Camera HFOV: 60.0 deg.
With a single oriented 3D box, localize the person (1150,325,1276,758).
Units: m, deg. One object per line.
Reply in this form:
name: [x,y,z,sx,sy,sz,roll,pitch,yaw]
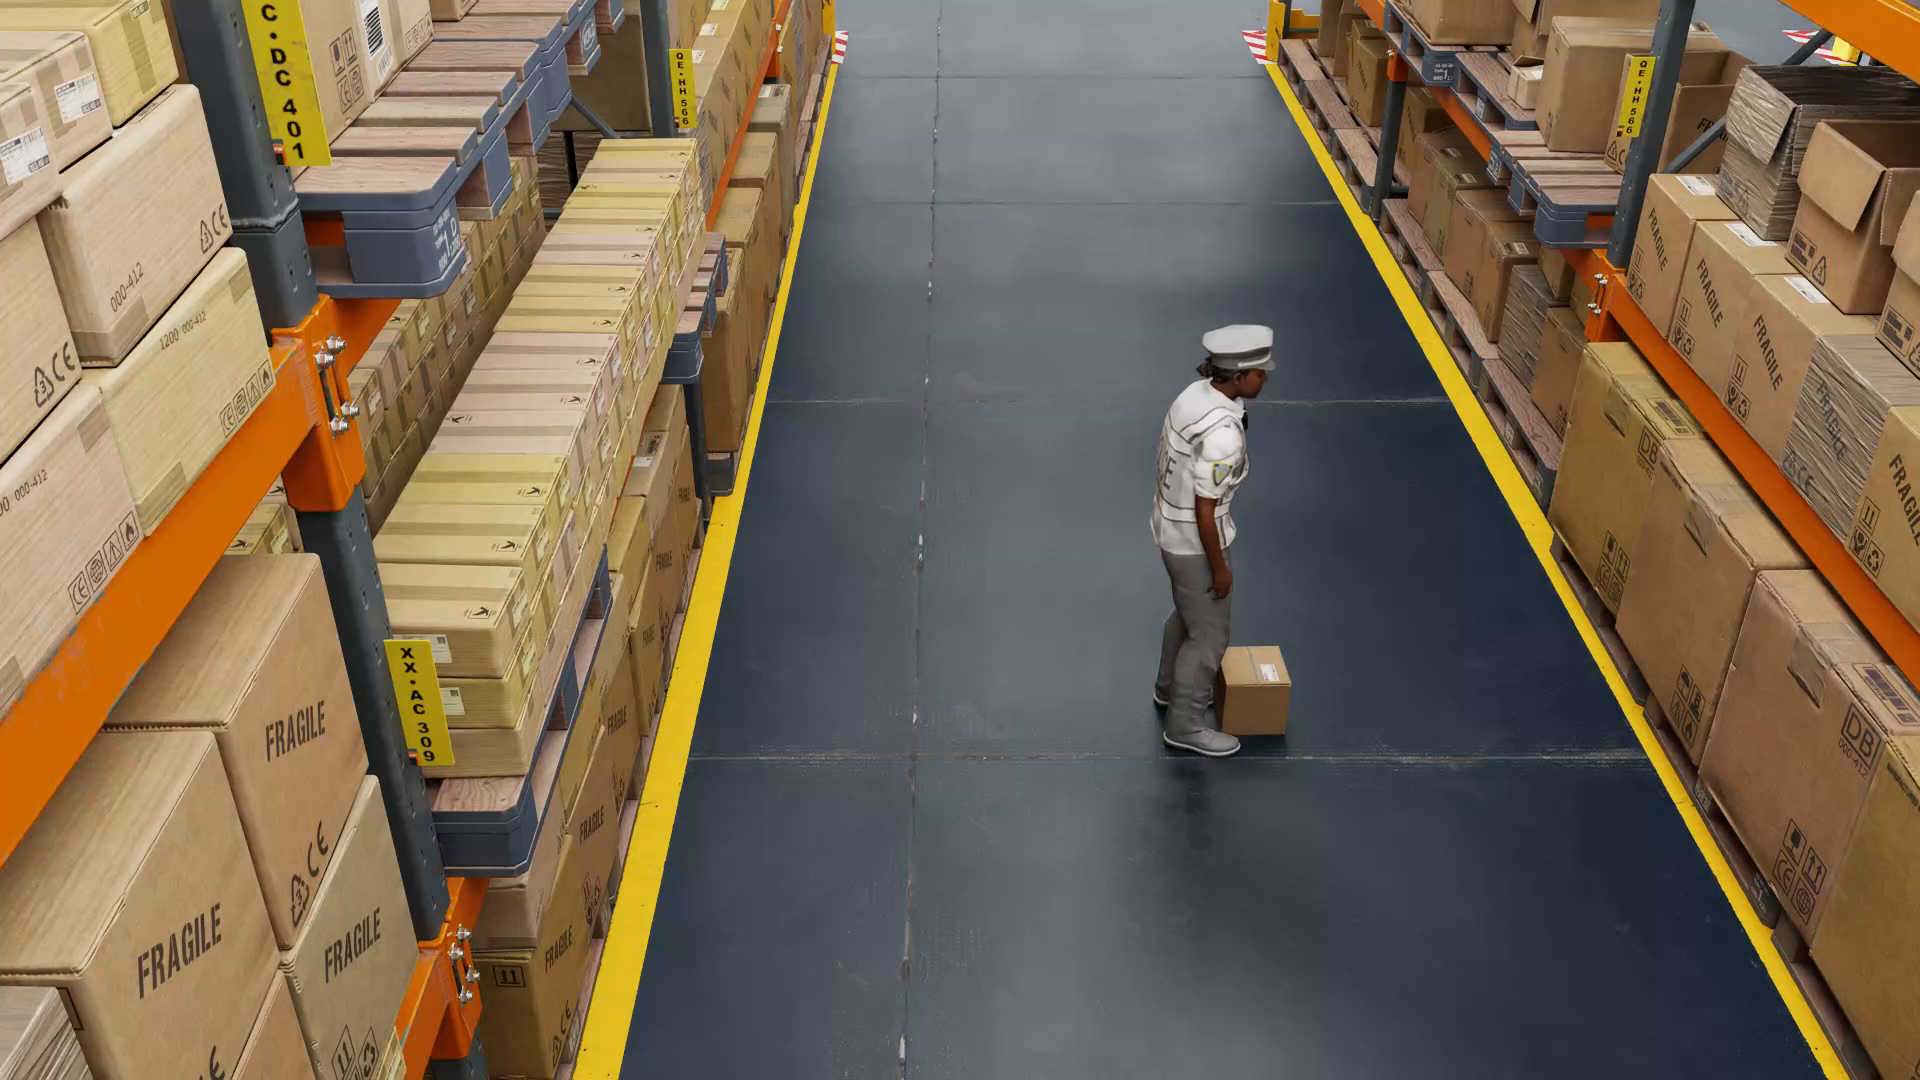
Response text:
person: [0.903,-0.001,6.137,0.392,1.660,0.505,0,32,0]
